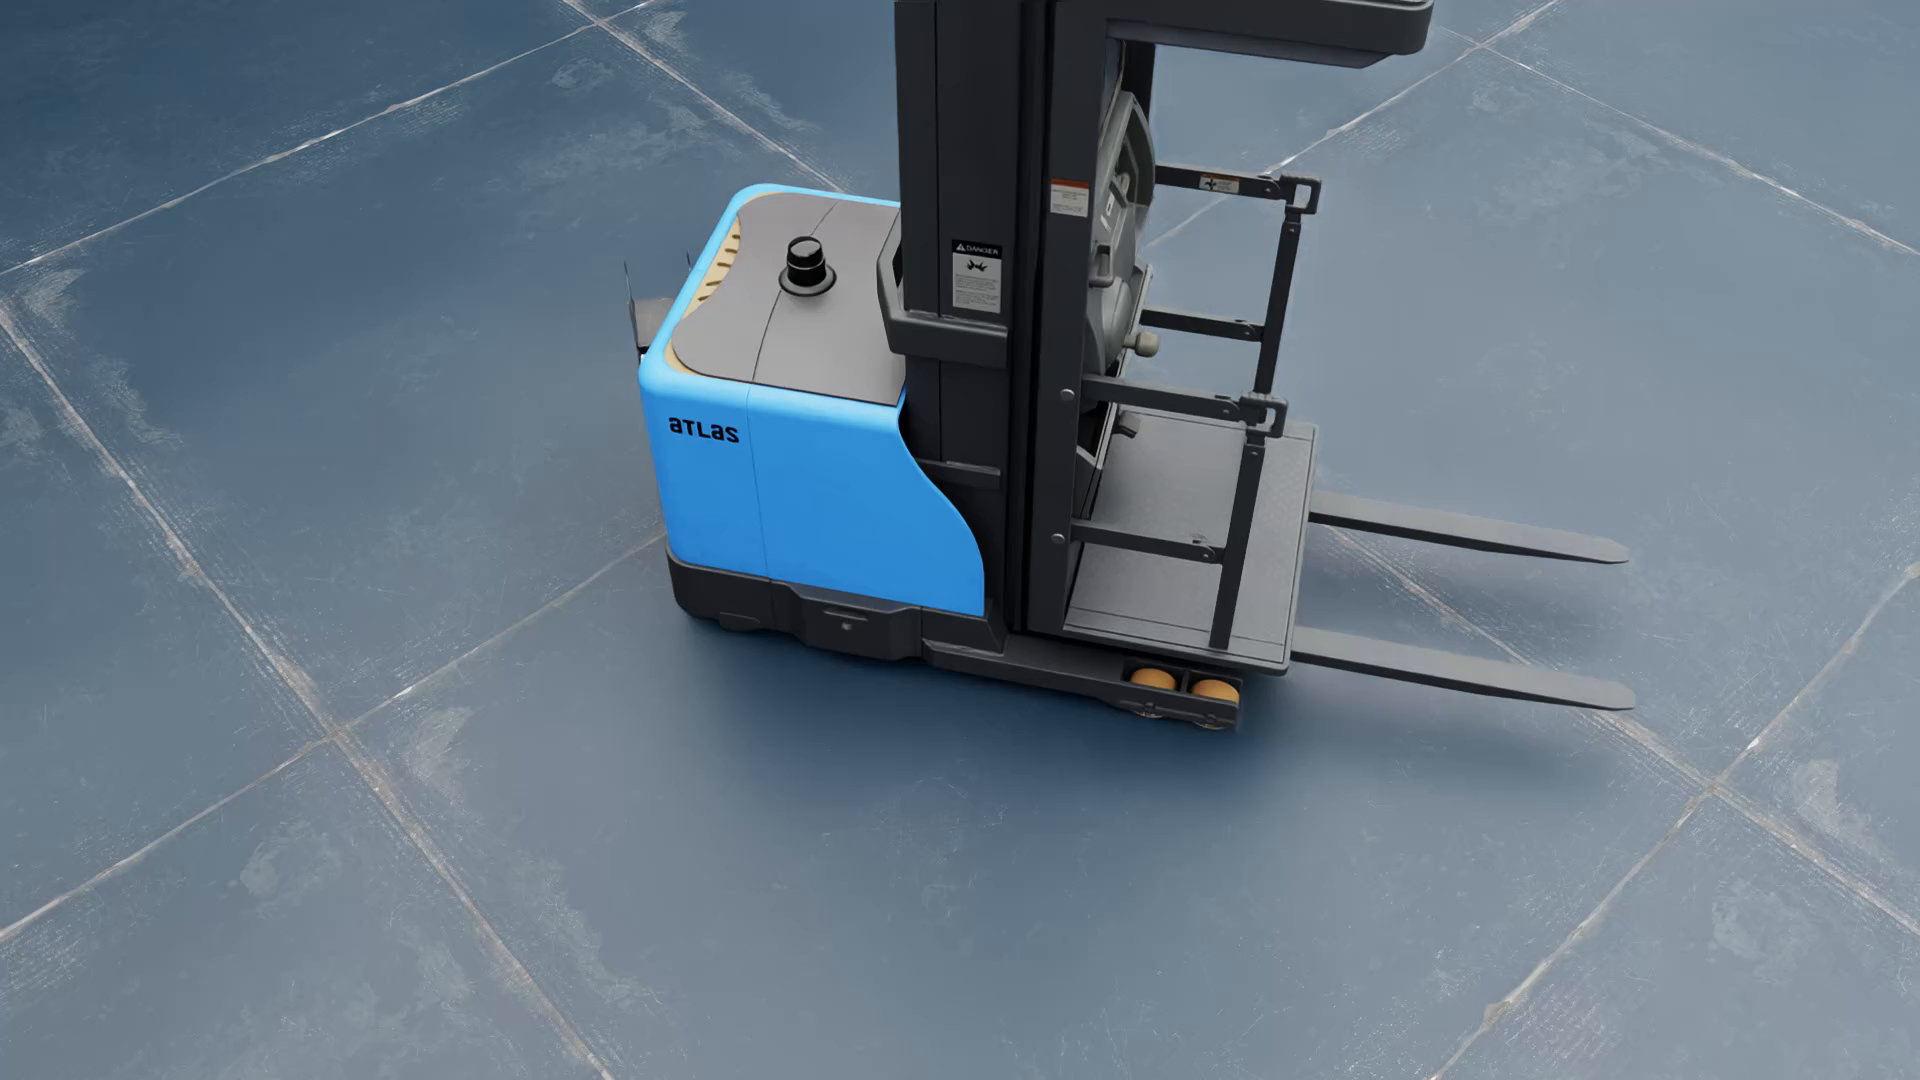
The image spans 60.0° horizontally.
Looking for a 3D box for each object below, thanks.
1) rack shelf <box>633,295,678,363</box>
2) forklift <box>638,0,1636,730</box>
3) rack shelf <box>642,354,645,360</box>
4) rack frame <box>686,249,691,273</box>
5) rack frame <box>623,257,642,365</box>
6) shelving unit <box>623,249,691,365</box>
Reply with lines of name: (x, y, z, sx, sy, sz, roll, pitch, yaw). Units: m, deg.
rack shelf: (-0.962, -0.698, 5.459, 0.200, 0.077, 0.258, -9, 48, -8)
forklift: (0.630, -0.835, 4.526, 3.031, 2.935, 1.130, 10, 48, 9)
rack shelf: (-0.962, -0.637, 5.526, 0.200, 0.077, 0.258, -9, 48, -8)
rack frame: (-0.862, -0.552, 5.647, 0.006, 0.900, 0.240, -9, 48, -8)
rack frame: (-1.061, -0.522, 5.619, 0.006, 0.900, 0.240, -9, 48, -8)
shelving unit: (-0.962, -0.537, 5.633, 0.210, 0.900, 0.258, -9, 48, -8)
